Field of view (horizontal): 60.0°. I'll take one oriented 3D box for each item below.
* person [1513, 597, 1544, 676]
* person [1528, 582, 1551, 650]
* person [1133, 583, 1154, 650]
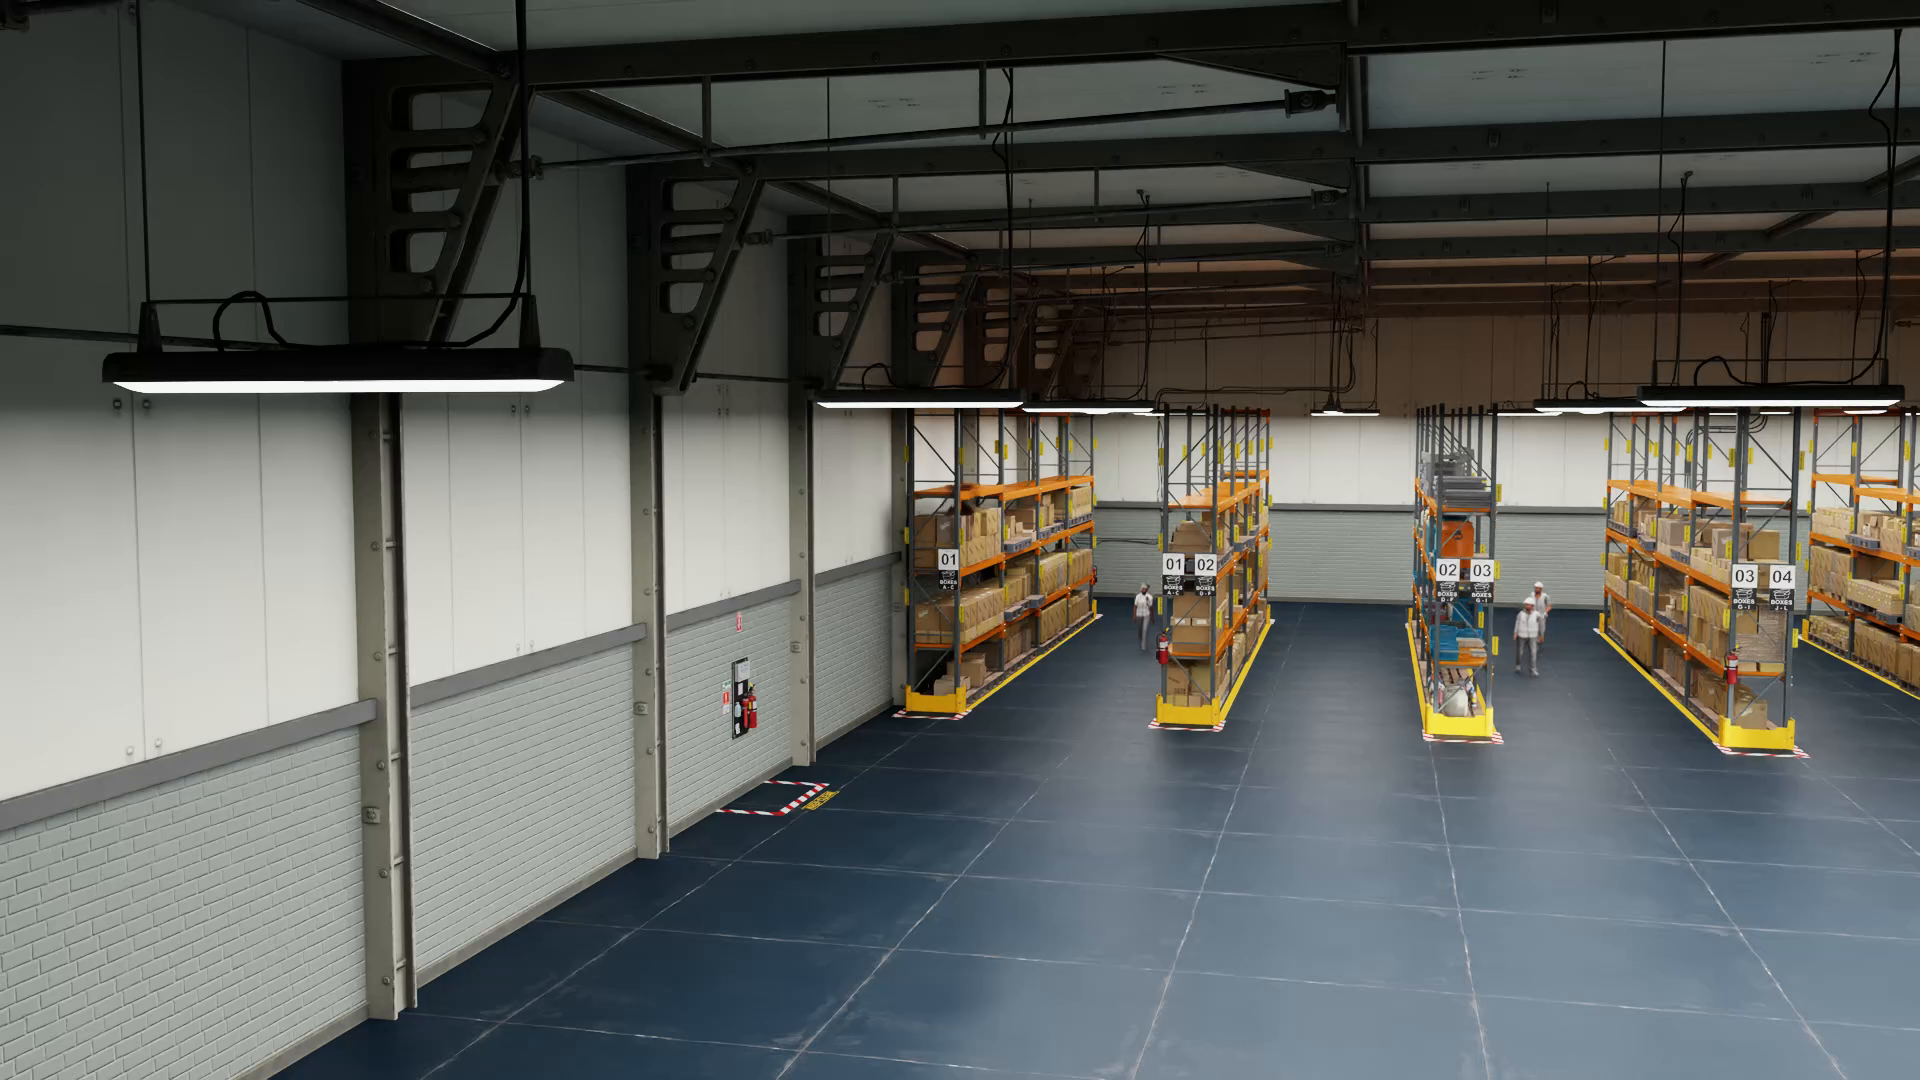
[{"bbox_3d":[12.707,2.151,37.179,0.690,1.730,1.018,0,4,5],"label":"person"},{"bbox_3d":[14.155,1.925,40.679,0.546,1.812,0.877,1,4,17],"label":"person"},{"bbox_3d":[4.575,1.890,41.356,0.499,1.646,0.928,1,4,18],"label":"person"}]
